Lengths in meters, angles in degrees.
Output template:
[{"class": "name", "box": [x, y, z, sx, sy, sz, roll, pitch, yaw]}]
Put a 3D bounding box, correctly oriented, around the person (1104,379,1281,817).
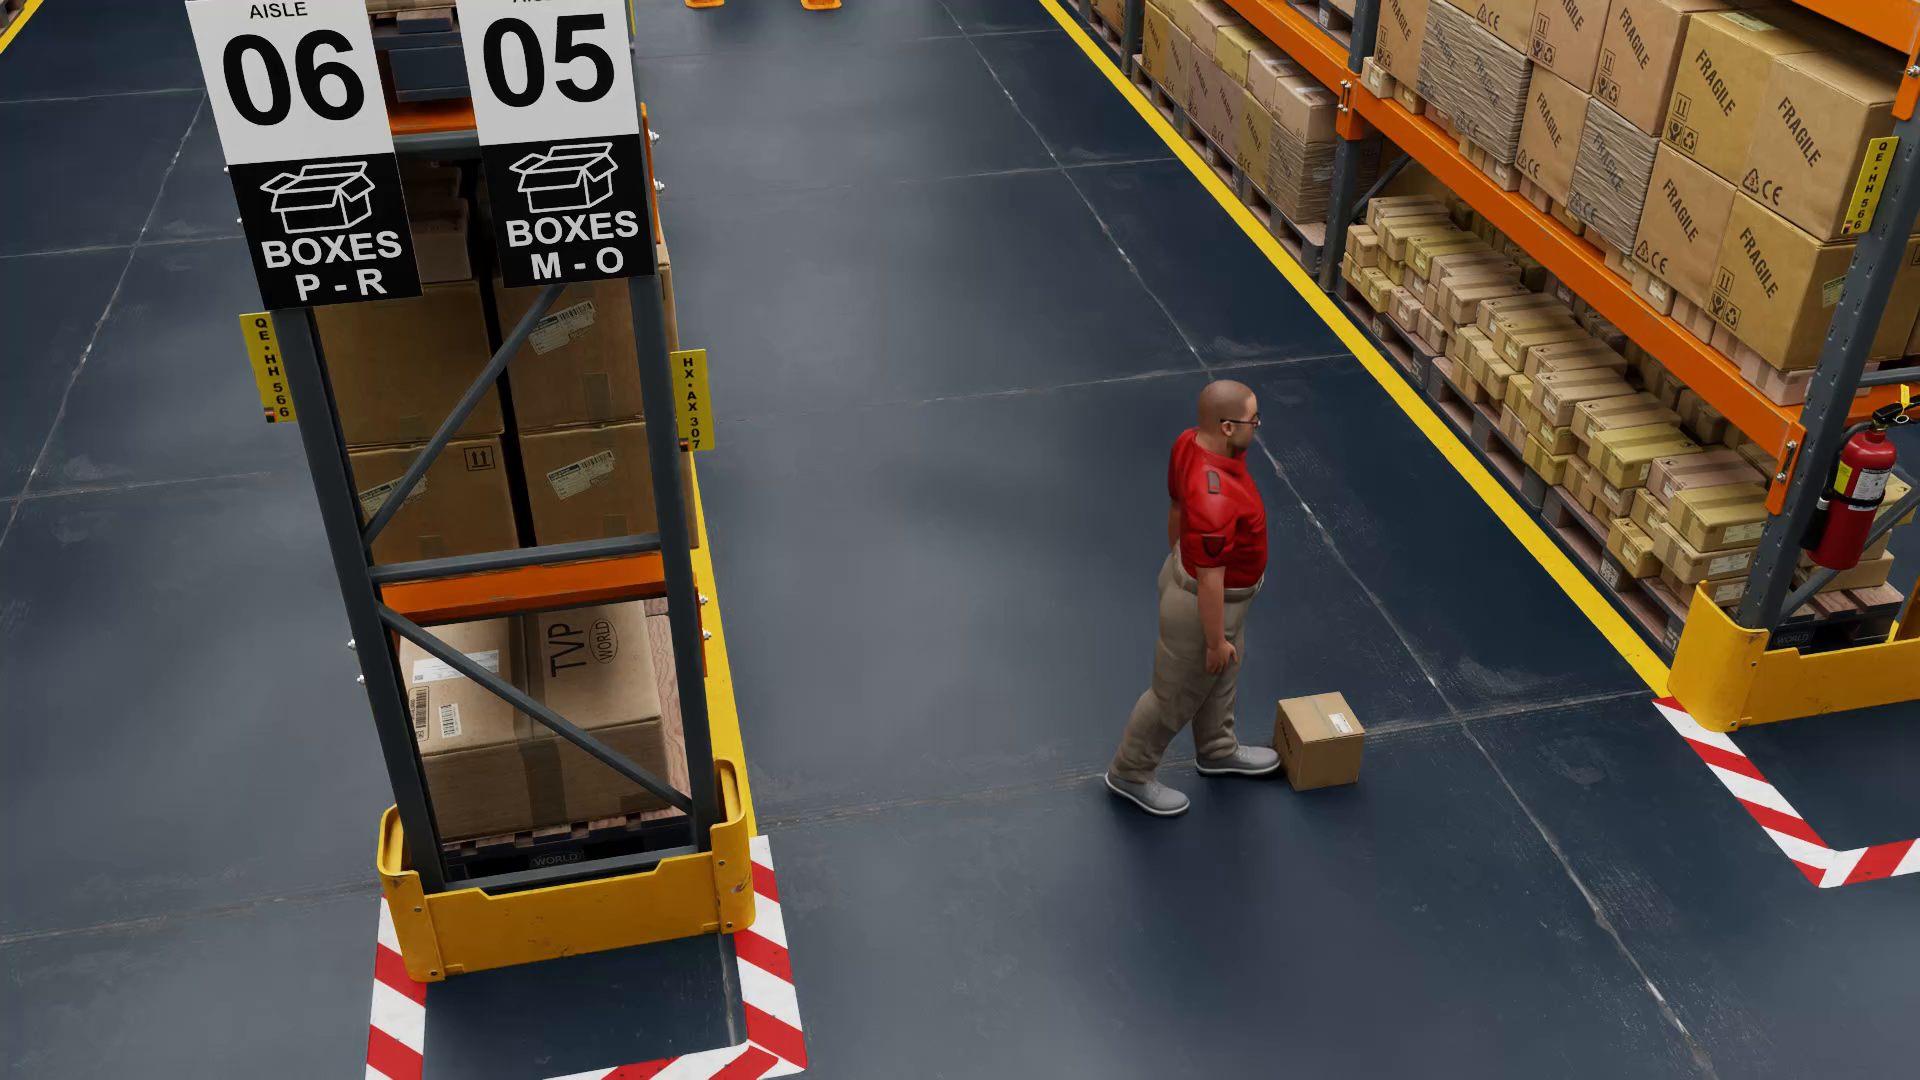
[{"class": "person", "box": [0.884, 0.216, 5.828, 0.677, 1.724, 0.557, 2, 34, 3]}]
